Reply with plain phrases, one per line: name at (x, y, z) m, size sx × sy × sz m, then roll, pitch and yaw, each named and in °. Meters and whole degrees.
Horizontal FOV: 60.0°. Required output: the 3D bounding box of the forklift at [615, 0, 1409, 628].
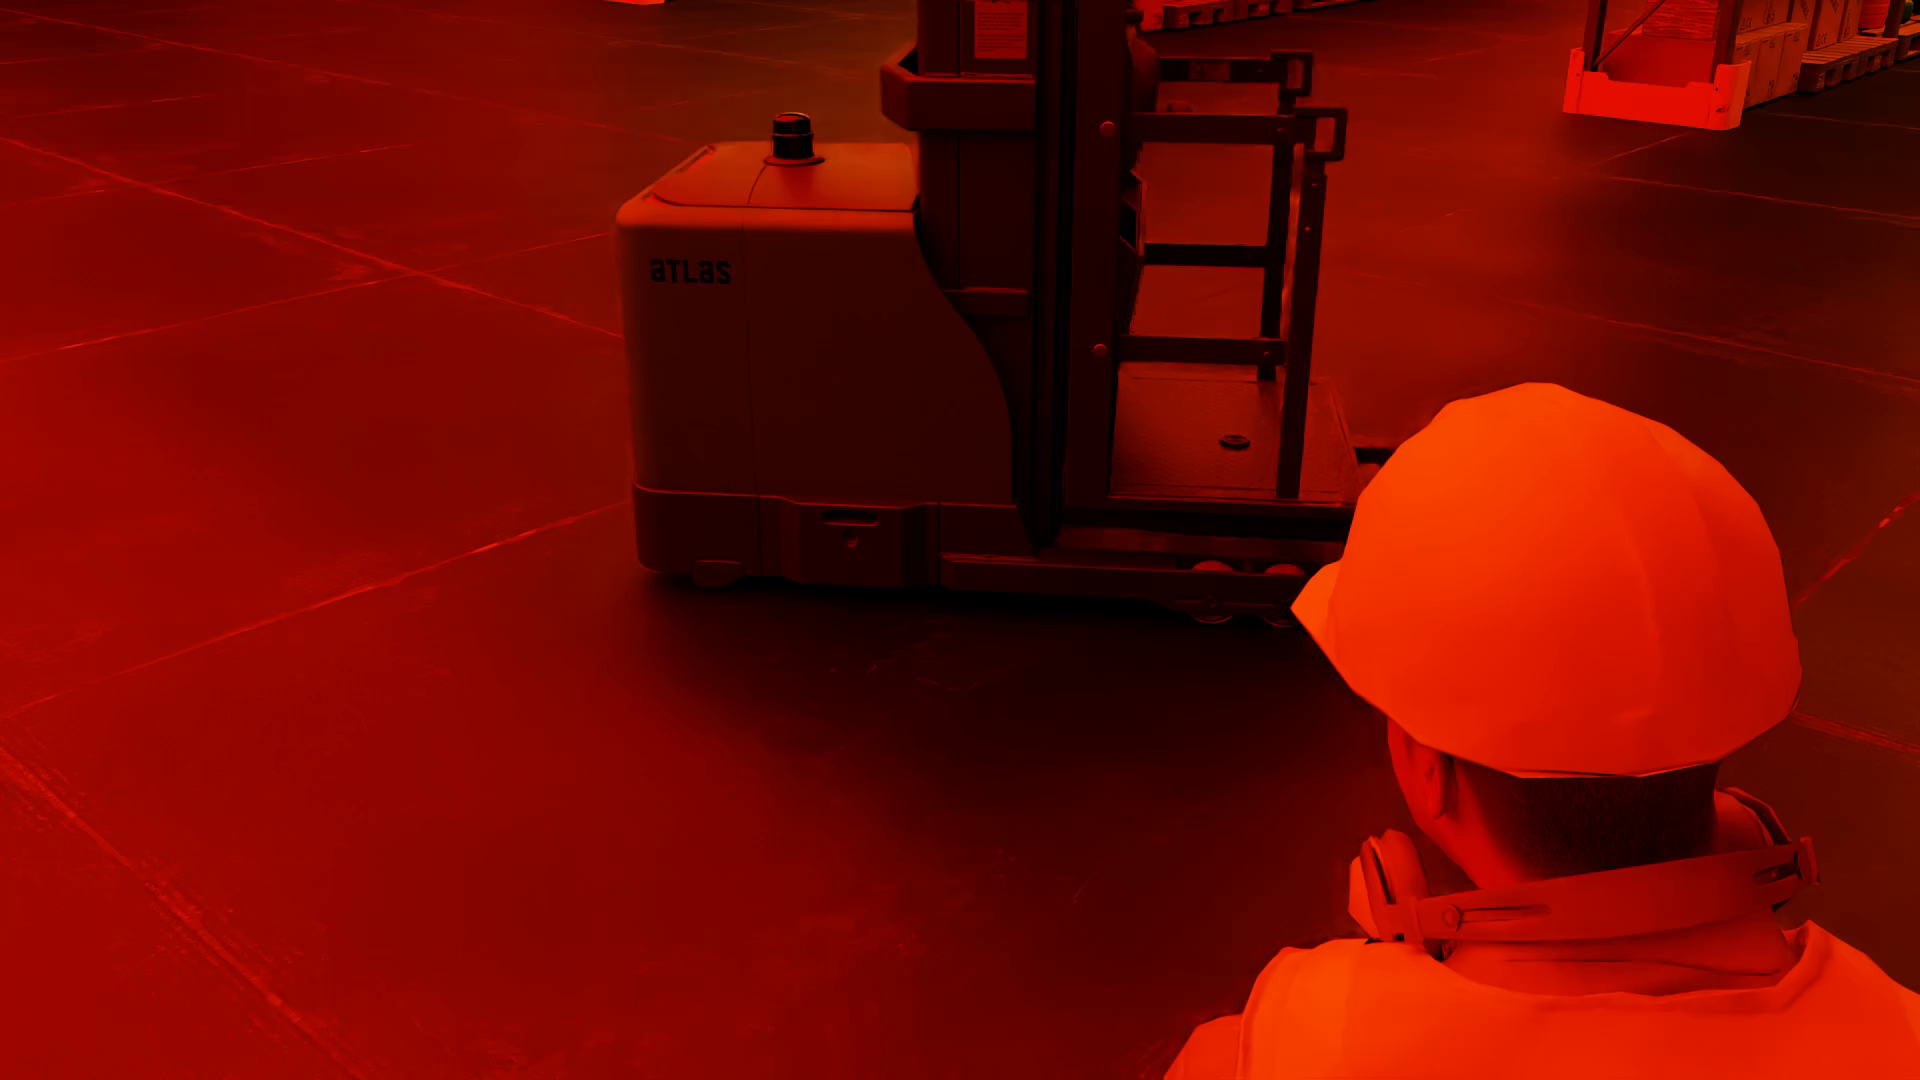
forklift at (0.645, -1.334, 4.369) m, size 3.031 × 2.935 × 1.130 m, roll 3°, pitch 24°, yaw 6°

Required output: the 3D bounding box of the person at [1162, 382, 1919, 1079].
person at (0.335, 0.755, 1.117) m, size 0.857 × 1.743 × 0.466 m, roll 4°, pitch 24°, yaw 8°
